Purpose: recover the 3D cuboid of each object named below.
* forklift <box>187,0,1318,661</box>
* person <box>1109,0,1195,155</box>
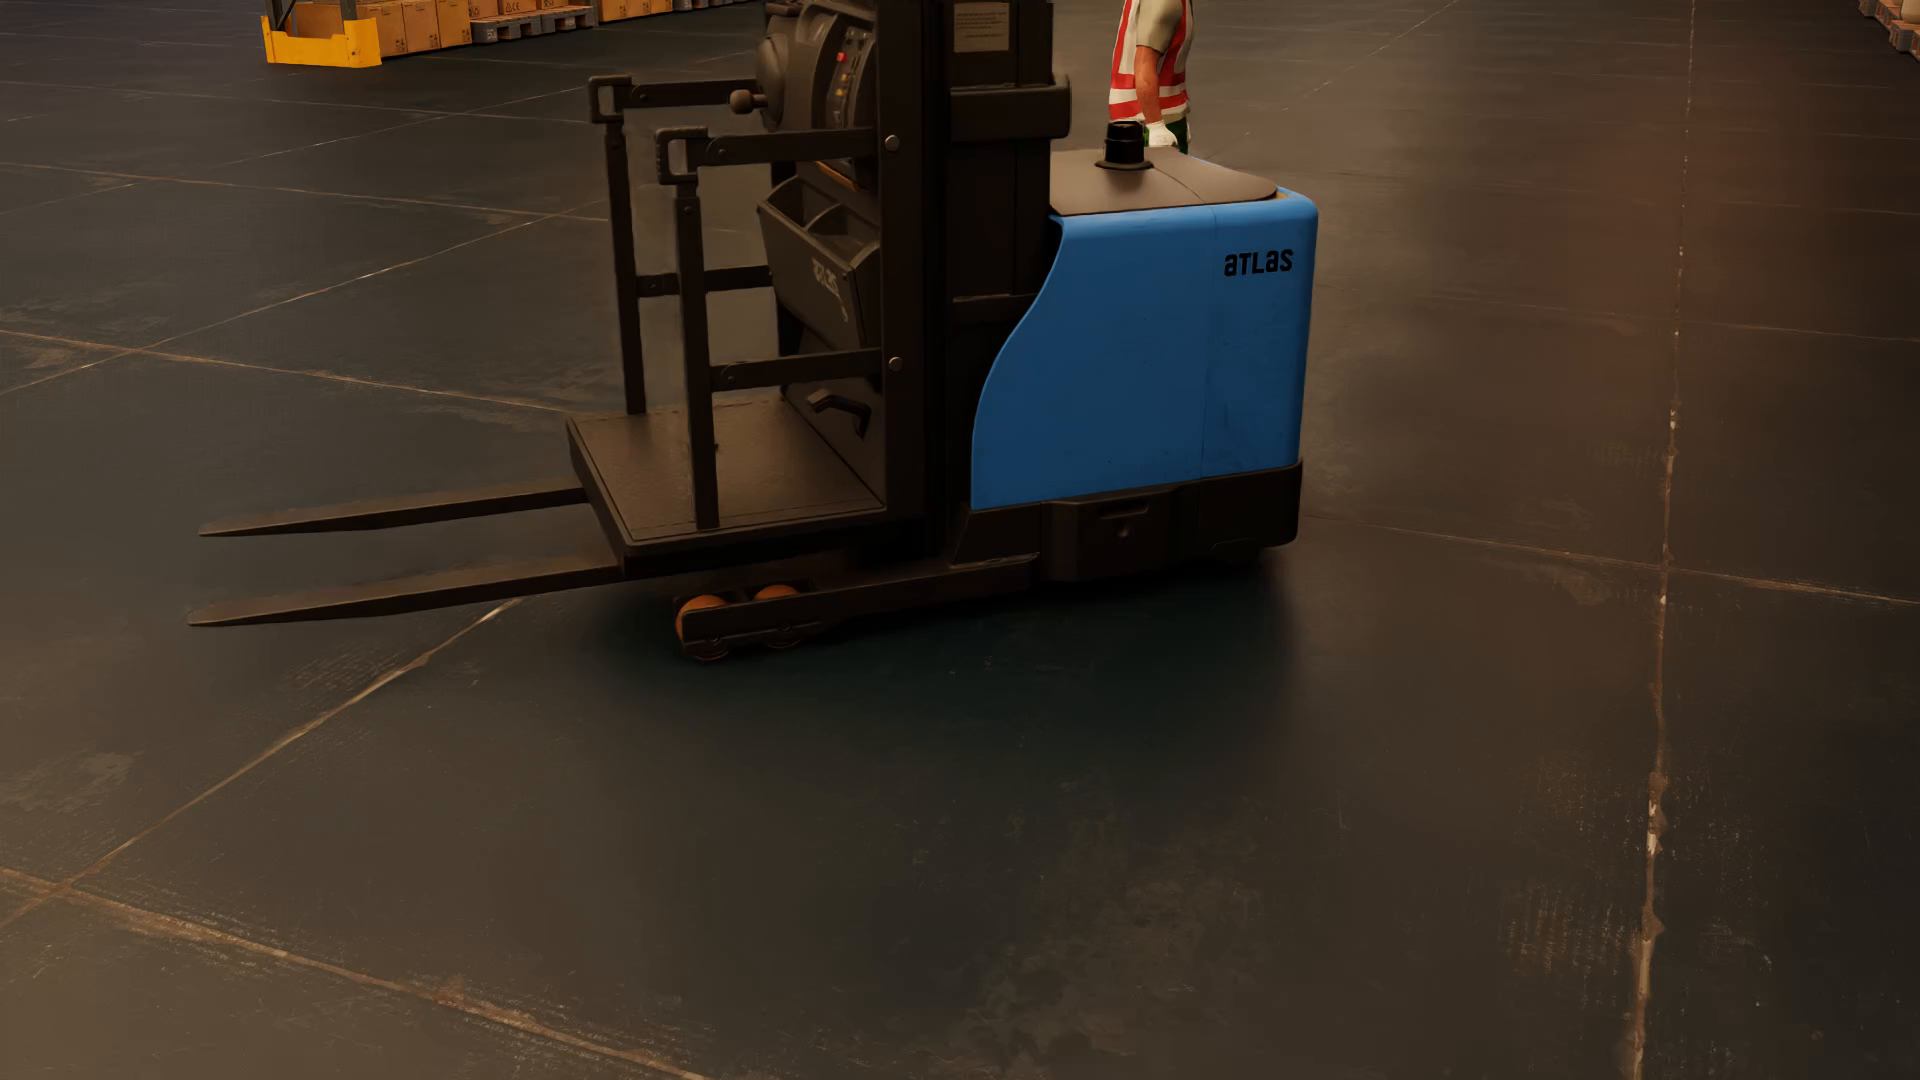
[{"bbox_3d":[-0.570,-1.268,4.325,3.031,2.935,1.130,-8,24,-19],"label":"forklift"},{"bbox_3d":[0.846,-1.710,6.881,0.451,1.779,0.618,6,23,14],"label":"person"}]
